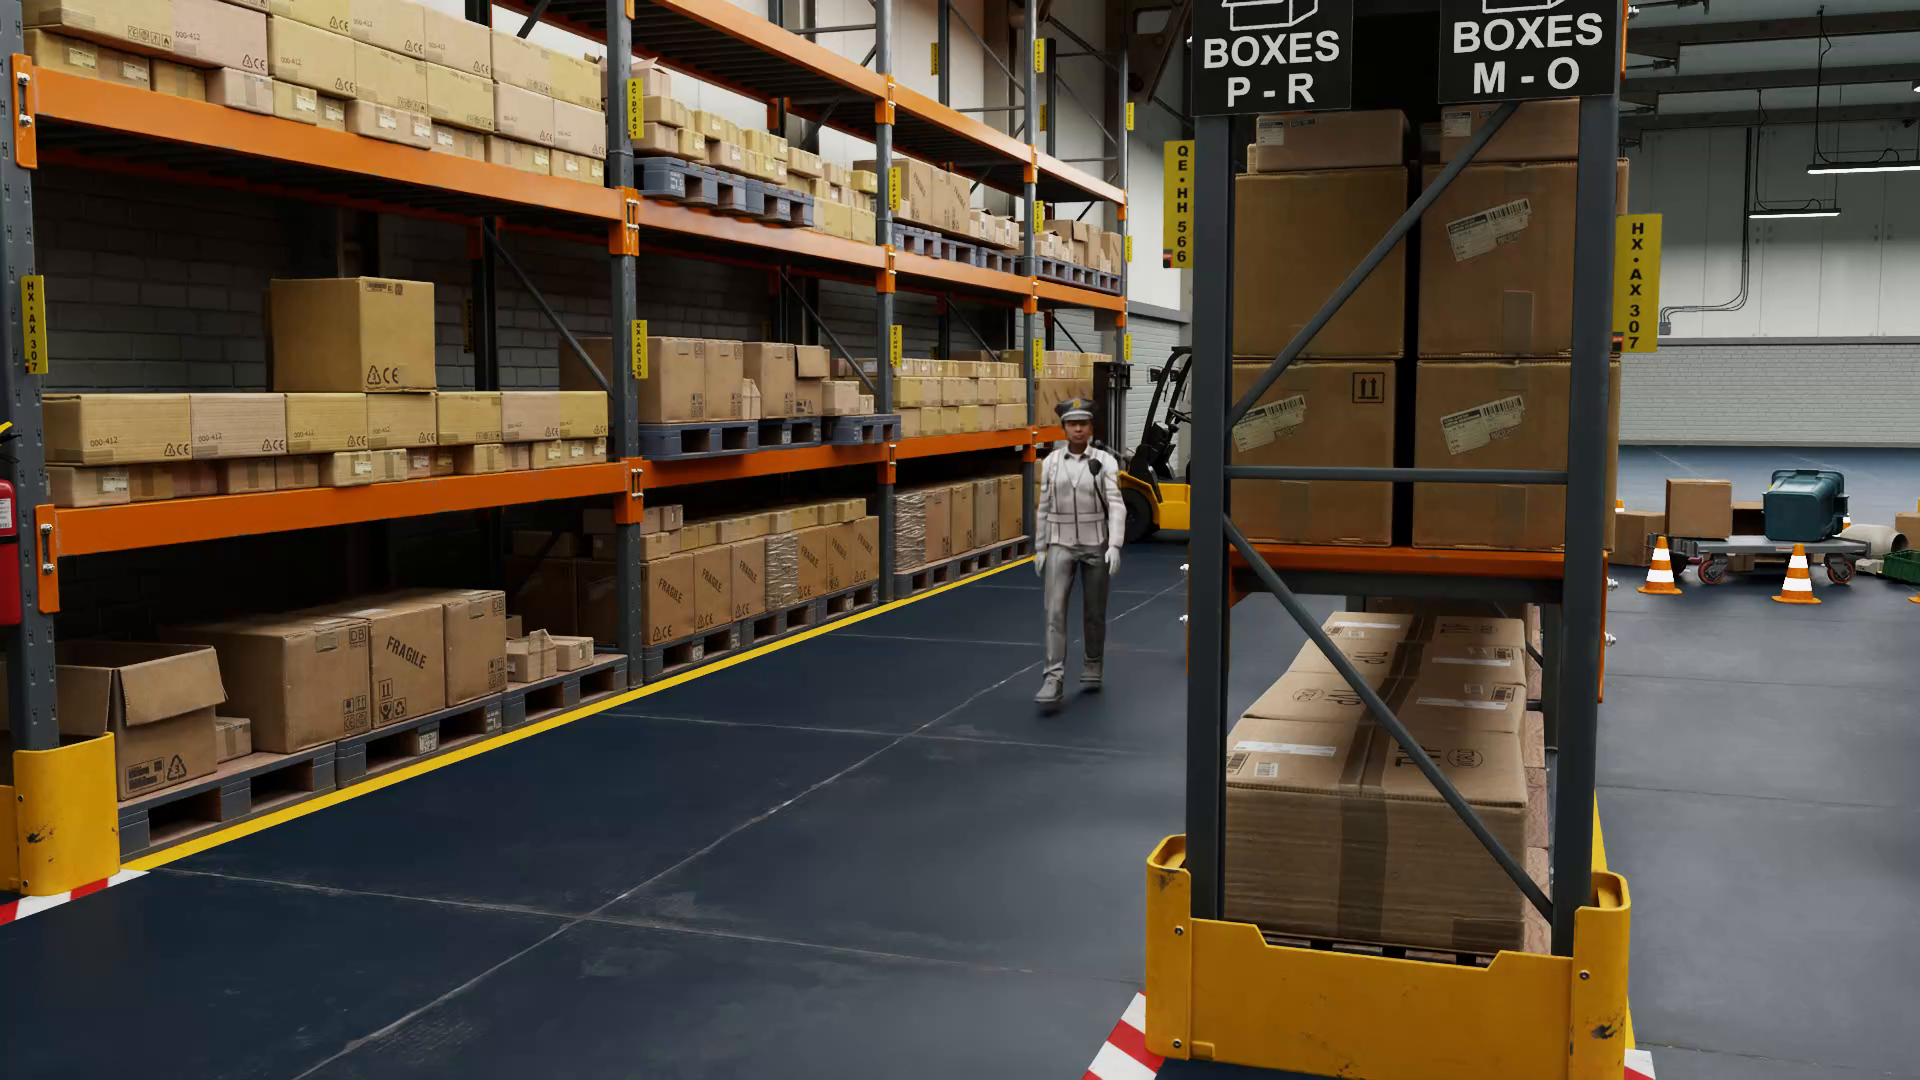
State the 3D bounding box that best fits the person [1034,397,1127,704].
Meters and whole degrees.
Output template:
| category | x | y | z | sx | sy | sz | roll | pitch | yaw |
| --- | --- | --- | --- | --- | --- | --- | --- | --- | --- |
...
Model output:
| category | x | y | z | sx | sy | sz | roll | pitch | yaw |
| --- | --- | --- | --- | --- | --- | --- | --- | --- | --- |
| person | 0.652 | 0.033 | 9.098 | 0.515 | 1.625 | 1.012 | 1 | 5 | 6 |
